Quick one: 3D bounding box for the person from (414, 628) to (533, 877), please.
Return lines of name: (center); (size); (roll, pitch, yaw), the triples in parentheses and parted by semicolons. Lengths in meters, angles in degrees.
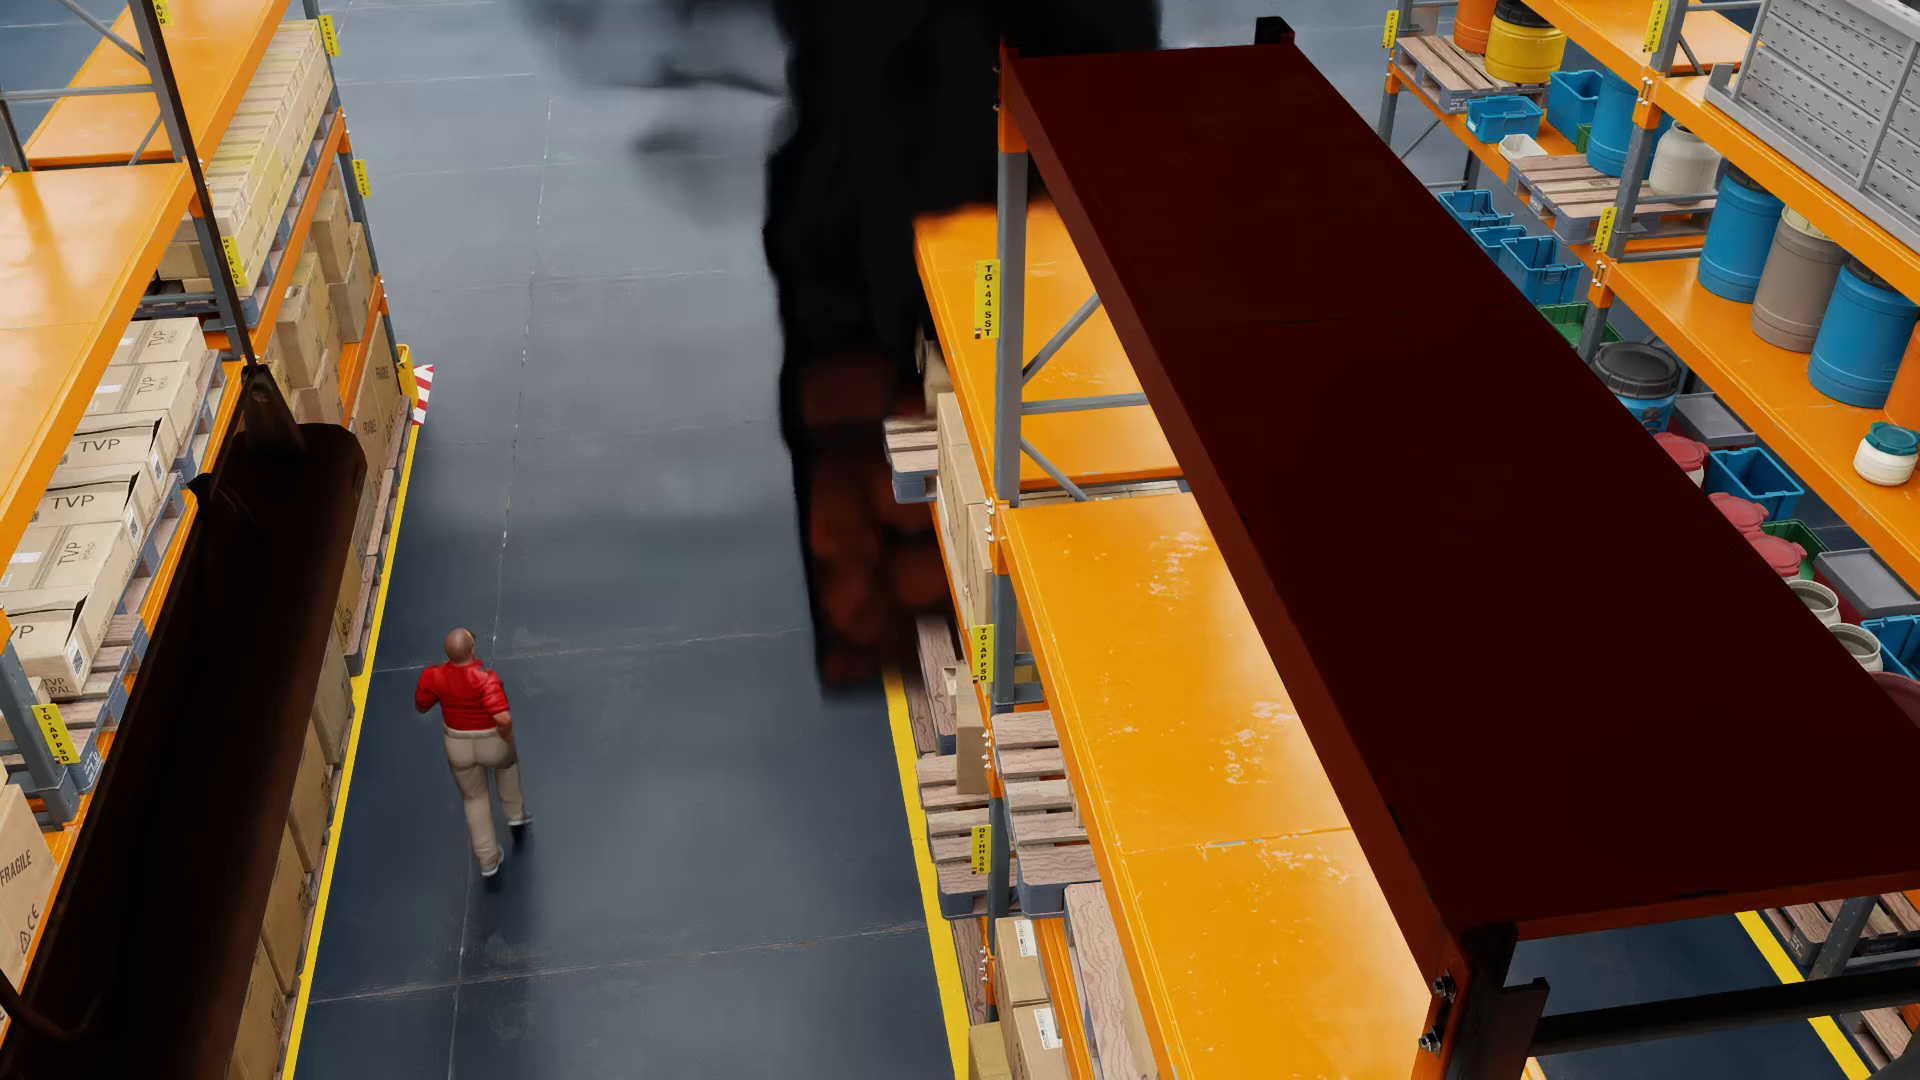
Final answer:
person: (-2.988, 1.297, 10.274); (0.625, 1.810, 0.796); (-4, 36, -5)
